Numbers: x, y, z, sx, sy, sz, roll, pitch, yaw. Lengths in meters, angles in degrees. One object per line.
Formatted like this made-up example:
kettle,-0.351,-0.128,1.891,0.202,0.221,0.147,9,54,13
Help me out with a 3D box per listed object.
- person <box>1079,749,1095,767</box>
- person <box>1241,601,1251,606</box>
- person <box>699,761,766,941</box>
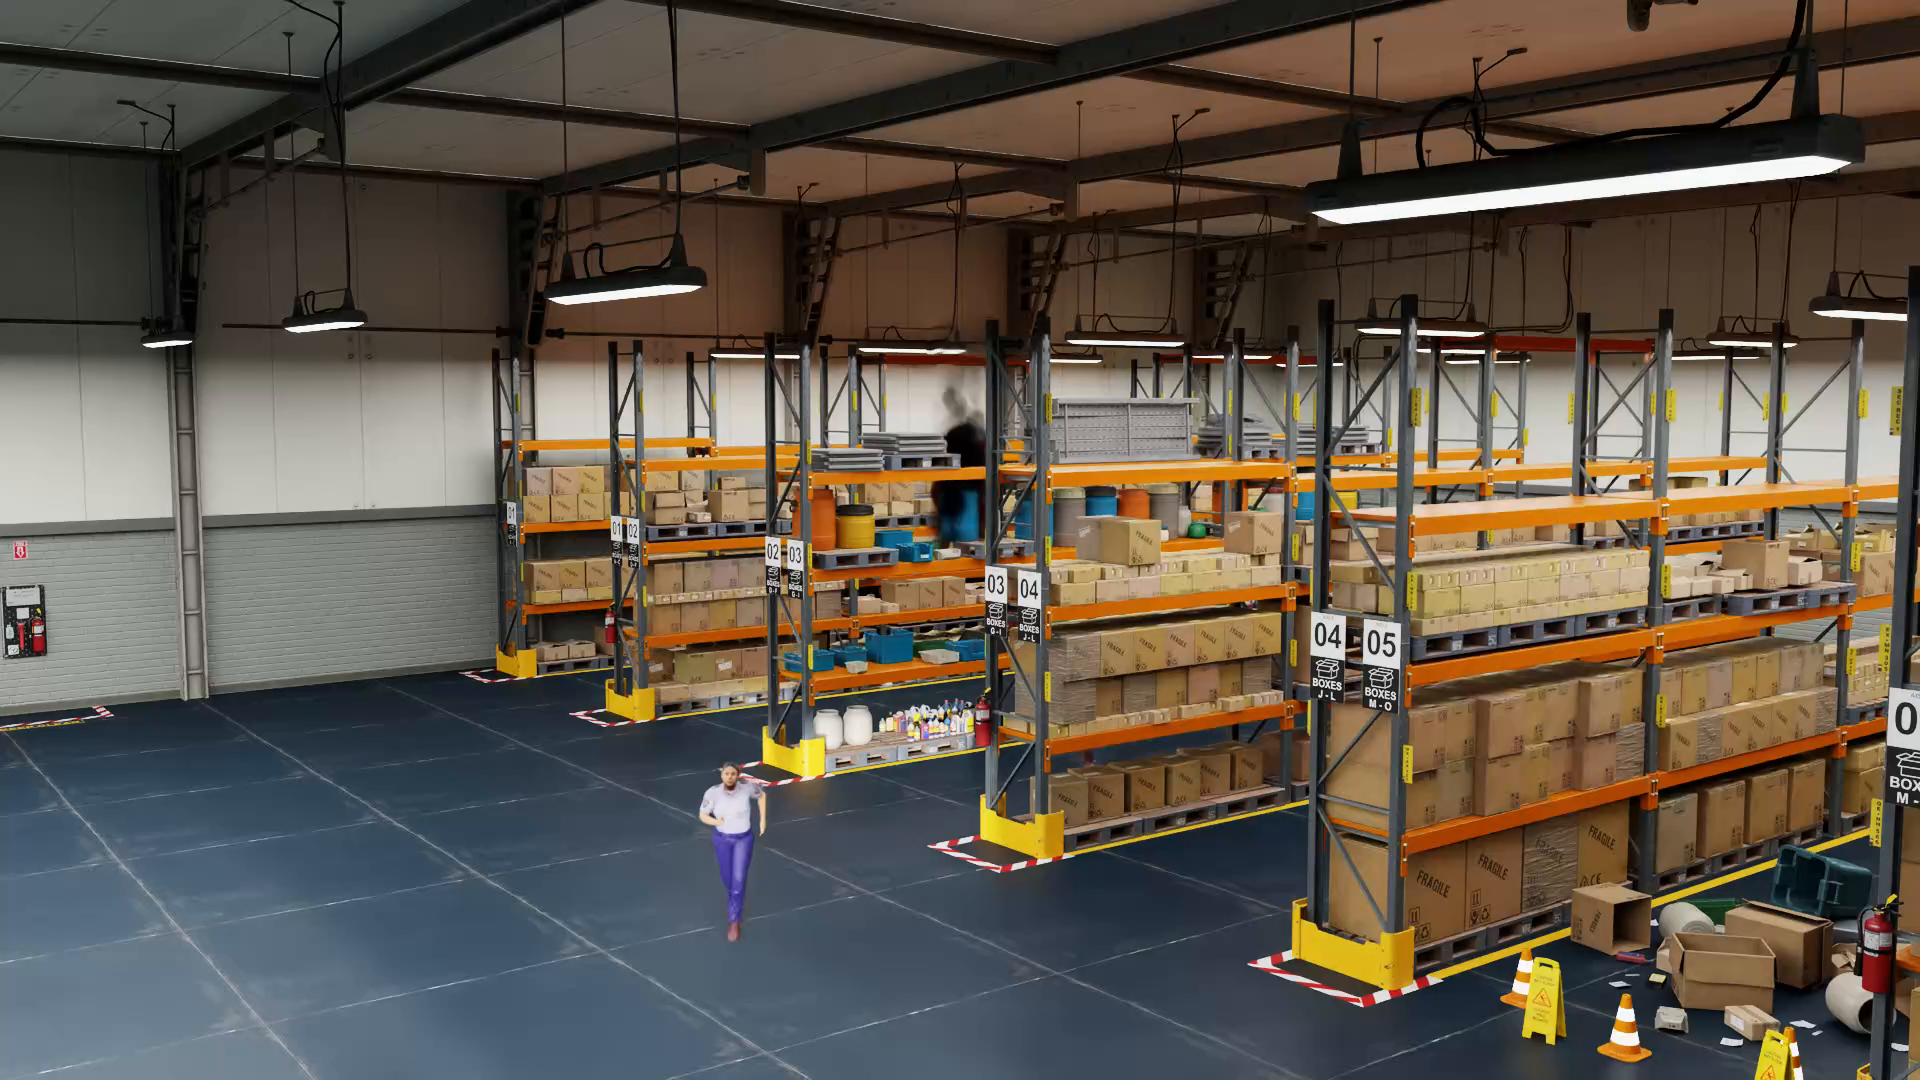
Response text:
person,1.662,2.367,22.448,0.564,1.662,0.601,4,6,35
person,5.345,1.546,32.012,0.636,1.632,0.758,5,7,43
person,-2.196,2.948,16.095,0.627,1.694,0.877,0,5,-4
